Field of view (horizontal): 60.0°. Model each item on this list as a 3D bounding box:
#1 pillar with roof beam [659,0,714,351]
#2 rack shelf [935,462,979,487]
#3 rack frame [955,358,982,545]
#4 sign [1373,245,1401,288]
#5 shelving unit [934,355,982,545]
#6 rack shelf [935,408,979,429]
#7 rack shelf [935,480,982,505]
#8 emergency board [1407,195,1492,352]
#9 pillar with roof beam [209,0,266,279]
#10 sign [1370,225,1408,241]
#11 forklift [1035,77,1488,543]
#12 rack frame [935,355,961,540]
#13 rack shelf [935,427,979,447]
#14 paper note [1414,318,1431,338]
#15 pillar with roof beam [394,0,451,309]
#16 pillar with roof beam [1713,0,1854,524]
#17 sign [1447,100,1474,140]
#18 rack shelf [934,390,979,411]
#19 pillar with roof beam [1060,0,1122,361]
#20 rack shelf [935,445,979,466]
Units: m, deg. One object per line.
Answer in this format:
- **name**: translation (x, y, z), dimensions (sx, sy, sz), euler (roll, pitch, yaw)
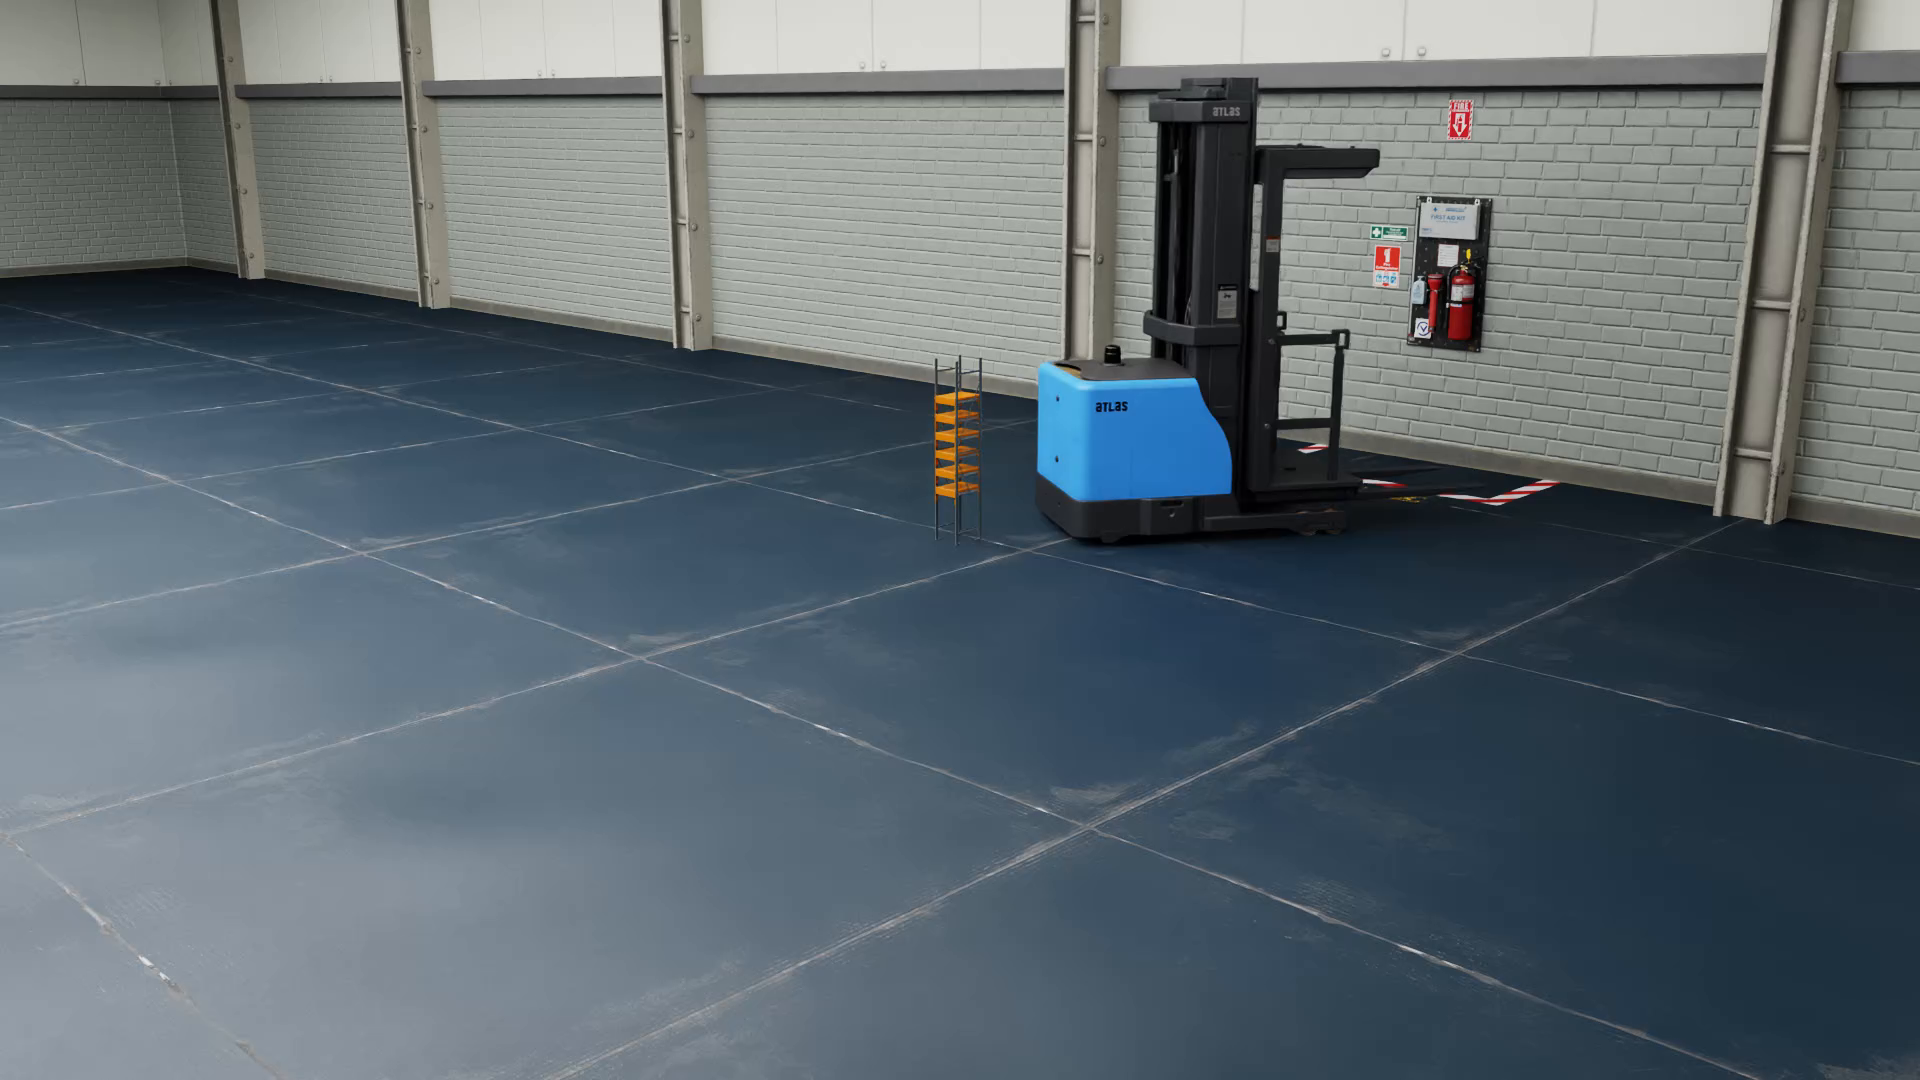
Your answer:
- **pillar with roof beam**: translation (-6.128, -5.840, 15.500), dimensions (0.400, 9.000, 9.100), euler (14, 20, 42)
- **rack shelf**: translation (-0.010, -0.424, 10.832), dimensions (0.180, 0.103, 0.258), euler (14, 20, 42)
- **rack frame**: translation (0.055, -0.567, 10.729), dimensions (0.006, 1.200, 0.240), euler (14, 20, 42)
- **sign**: translation (3.419, -2.191, 13.320), dimensions (0.234, 0.329, 0.001), euler (14, 20, 42)
- **shelving unit**: translation (-0.010, -0.583, 10.791), dimensions (0.189, 1.200, 0.258), euler (14, 20, 42)
- **rack shelf**: translation (-0.010, -0.772, 10.741), dimensions (0.180, 0.103, 0.258), euler (14, 20, 42)
- **rack shelf**: translation (-0.010, -0.308, 10.862), dimensions (0.180, 0.103, 0.258), euler (14, 20, 42)
- **emergency board**: translation (3.746, -2.058, 12.882), dimensions (0.643, 1.169, 0.194), euler (14, 20, 42)
- **pillar with roof beam**: translation (-14.767, -7.941, 23.560), dimensions (0.400, 9.000, 9.100), euler (14, 20, 42)
- **sign**: translation (3.416, -2.445, 13.244), dimensions (0.331, 0.109, 0.001), euler (14, 20, 42)
- **forklift**: translation (2.095, -1.571, 11.149), dimensions (3.031, 2.935, 1.130), euler (-3, 15, -13)
- **rack frame**: translation (-0.076, -0.599, 10.852), dimensions (0.006, 1.200, 0.240), euler (14, 20, 42)
- **rack shelf**: translation (-0.010, -0.656, 10.771), dimensions (0.180, 0.103, 0.258), euler (14, 20, 42)
- **paper note**: translation (3.666, -1.675, 13.160), dimensions (0.142, 0.148, 0.016), euler (14, 20, 42)
- **pillar with roof beam**: translation (-10.448, -6.890, 19.530), dimensions (0.400, 9.000, 9.100), euler (14, 20, 42)
- **pillar with roof beam**: translation (2.510, -3.740, 7.440), dimensions (0.400, 9.000, 9.100), euler (14, 20, 42)
- **sign**: translation (3.809, -3.199, 12.664), dimensions (0.199, 0.298, 0.001), euler (14, 20, 42)
- **rack shelf**: translation (-0.010, -0.889, 10.711), dimensions (0.180, 0.103, 0.258), euler (14, 20, 42)
- **pillar with roof beam**: translation (-1.809, -4.790, 11.470), dimensions (0.400, 9.000, 9.100), euler (14, 20, 42)
- **rack shelf**: translation (-0.010, -0.540, 10.802), dimensions (0.180, 0.103, 0.258), euler (14, 20, 42)
